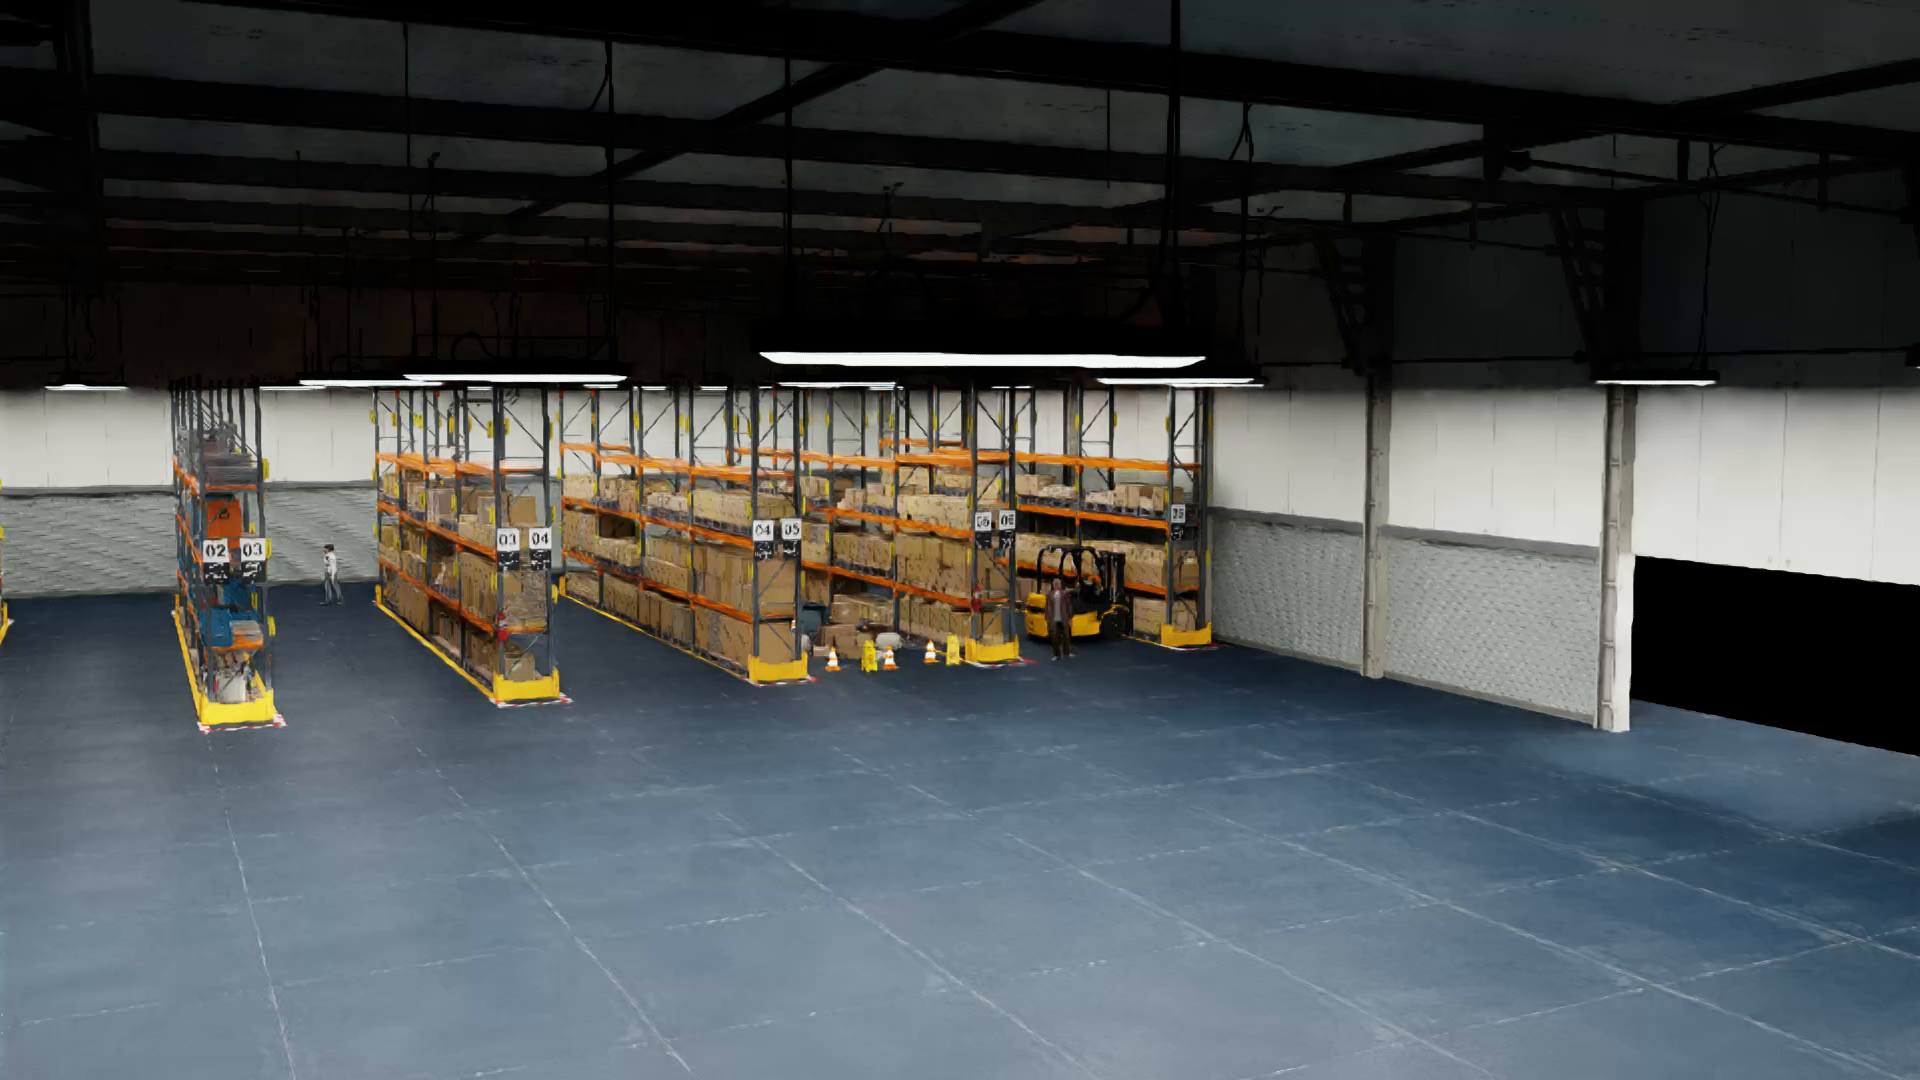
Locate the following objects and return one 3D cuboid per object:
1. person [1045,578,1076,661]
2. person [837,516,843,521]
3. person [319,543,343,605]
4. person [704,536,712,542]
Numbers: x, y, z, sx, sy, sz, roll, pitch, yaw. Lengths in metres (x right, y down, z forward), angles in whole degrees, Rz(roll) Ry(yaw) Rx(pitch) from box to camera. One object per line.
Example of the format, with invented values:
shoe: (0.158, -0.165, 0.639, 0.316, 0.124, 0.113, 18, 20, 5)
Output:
person: (2.148, 1.679, 35.612, 0.655, 1.764, 0.689, 1, 5, 10)
person: (-3.961, -0.001, 55.236, 0.463, 1.620, 0.924, -1, 5, -11)
person: (-16.928, 0.918, 44.768, 0.532, 1.670, 0.582, -5, 7, -44)
person: (-7.281, 0.593, 48.314, 0.490, 1.668, 0.569, -4, 6, -37)
